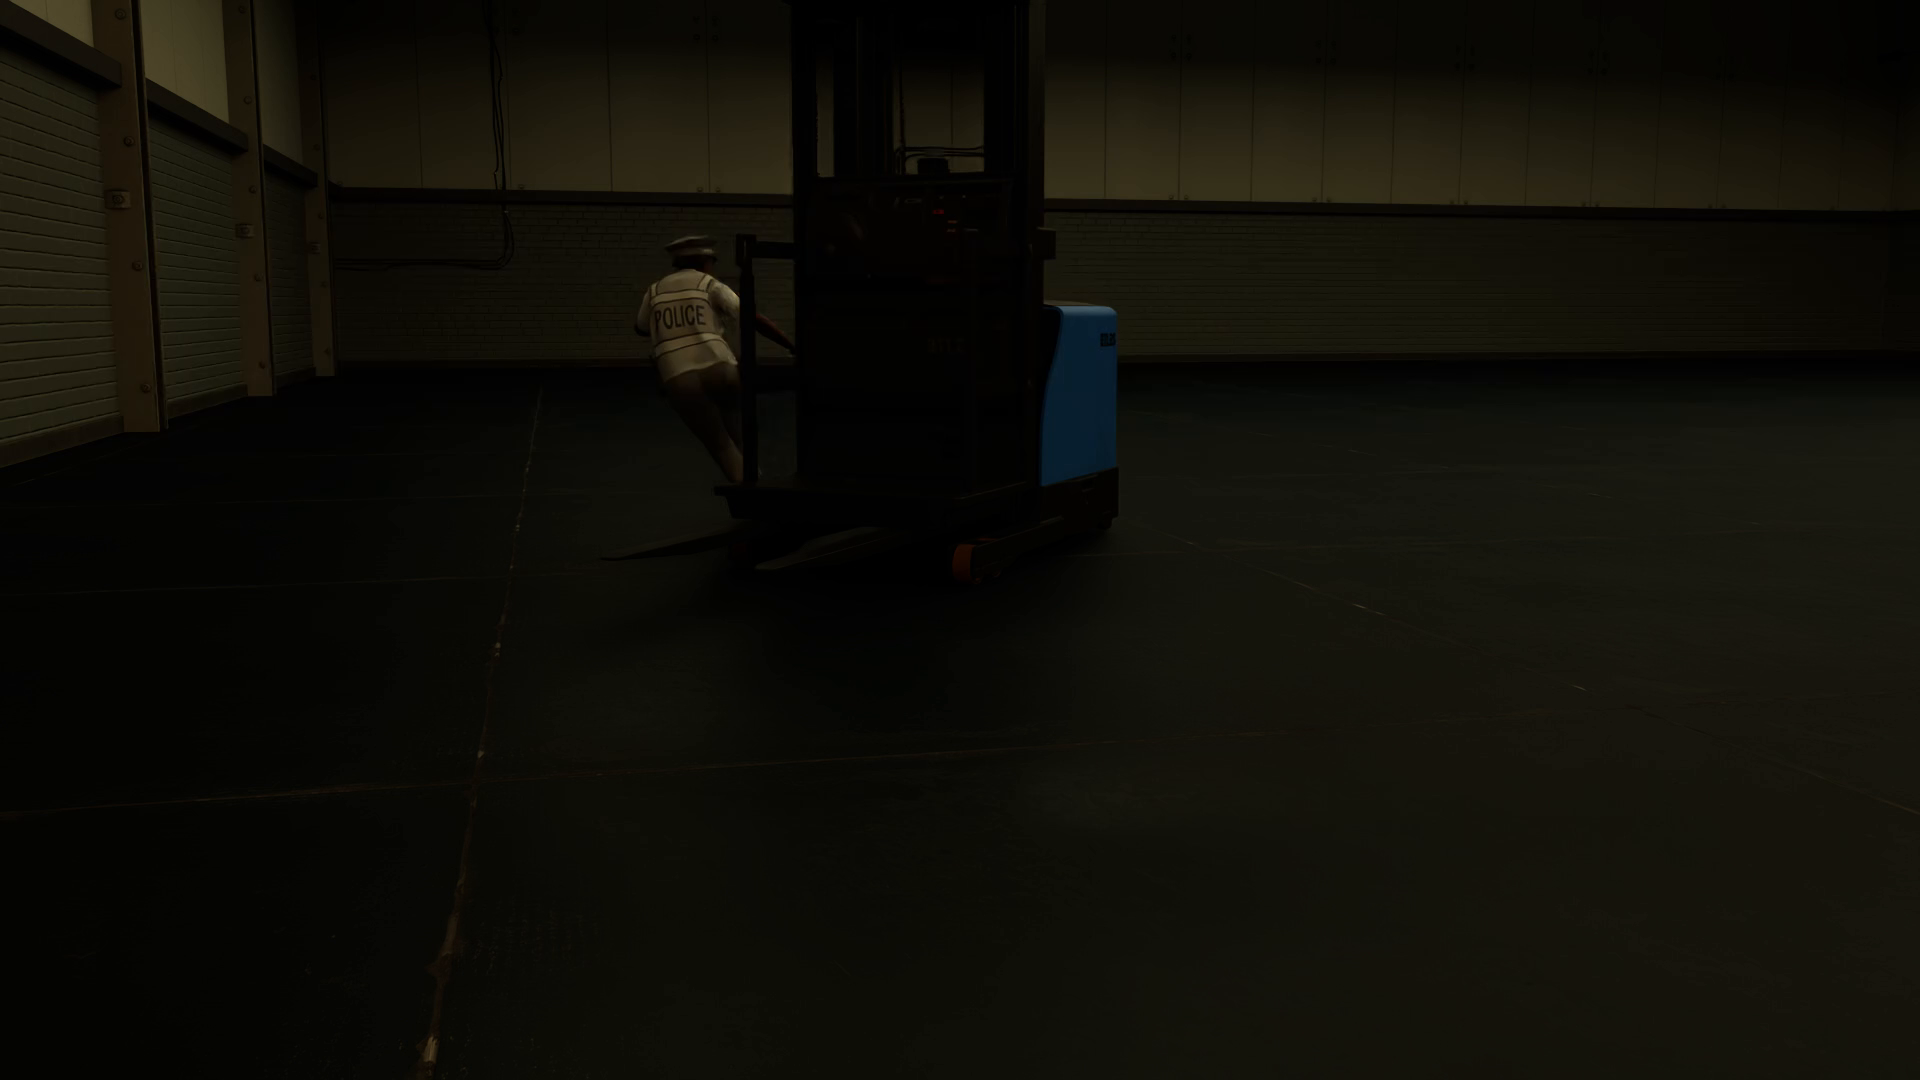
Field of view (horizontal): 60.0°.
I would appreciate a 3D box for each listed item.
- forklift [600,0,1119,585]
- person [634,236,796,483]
[{"bbox_3d":[-0.303,-1.342,6.725,1.130,2.935,3.031,4,9,24],"label":"forklift"},{"bbox_3d":[-1.191,-0.799,8.335,0.899,1.430,0.848,-1,8,-4],"label":"person"}]
